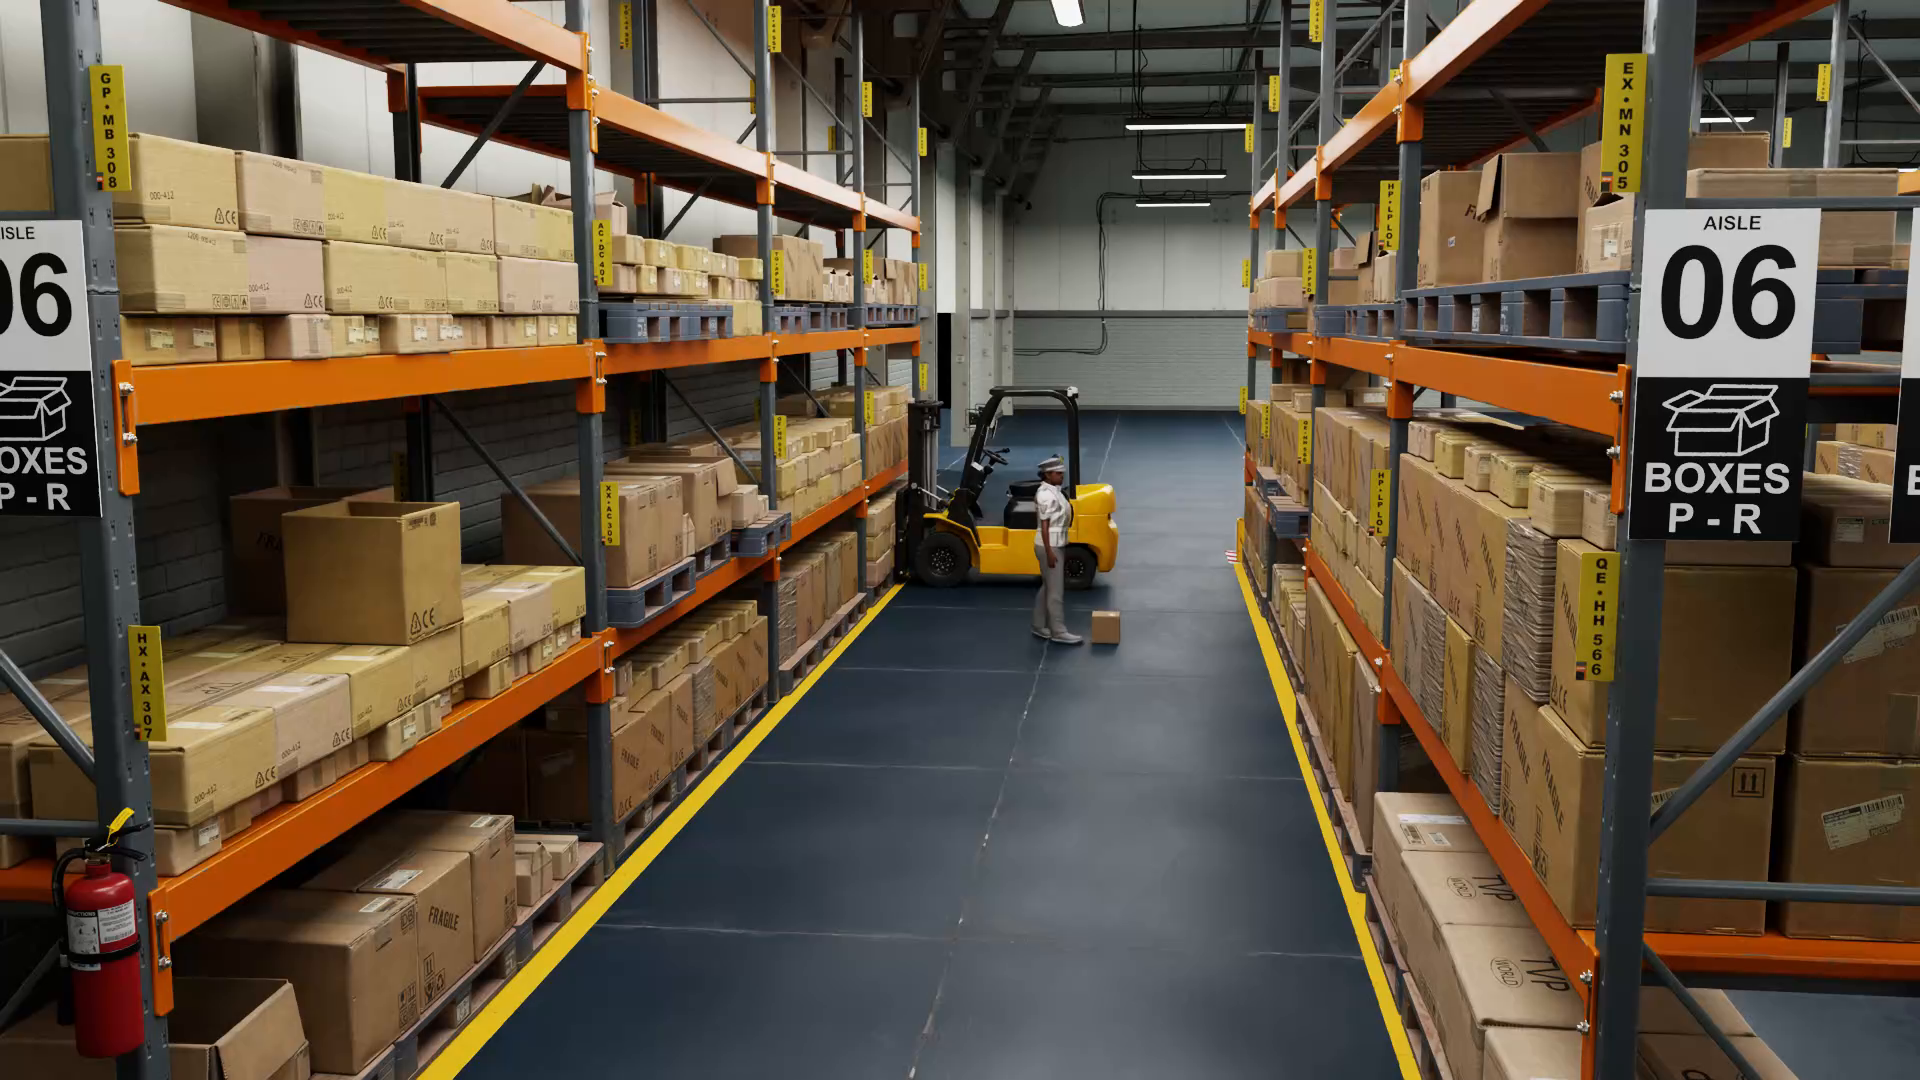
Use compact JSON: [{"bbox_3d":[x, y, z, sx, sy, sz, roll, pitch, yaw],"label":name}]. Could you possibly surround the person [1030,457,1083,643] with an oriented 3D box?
[{"bbox_3d":[0.875,0.082,15.108,0.546,1.687,0.457,2,8,16],"label":"person"}]
